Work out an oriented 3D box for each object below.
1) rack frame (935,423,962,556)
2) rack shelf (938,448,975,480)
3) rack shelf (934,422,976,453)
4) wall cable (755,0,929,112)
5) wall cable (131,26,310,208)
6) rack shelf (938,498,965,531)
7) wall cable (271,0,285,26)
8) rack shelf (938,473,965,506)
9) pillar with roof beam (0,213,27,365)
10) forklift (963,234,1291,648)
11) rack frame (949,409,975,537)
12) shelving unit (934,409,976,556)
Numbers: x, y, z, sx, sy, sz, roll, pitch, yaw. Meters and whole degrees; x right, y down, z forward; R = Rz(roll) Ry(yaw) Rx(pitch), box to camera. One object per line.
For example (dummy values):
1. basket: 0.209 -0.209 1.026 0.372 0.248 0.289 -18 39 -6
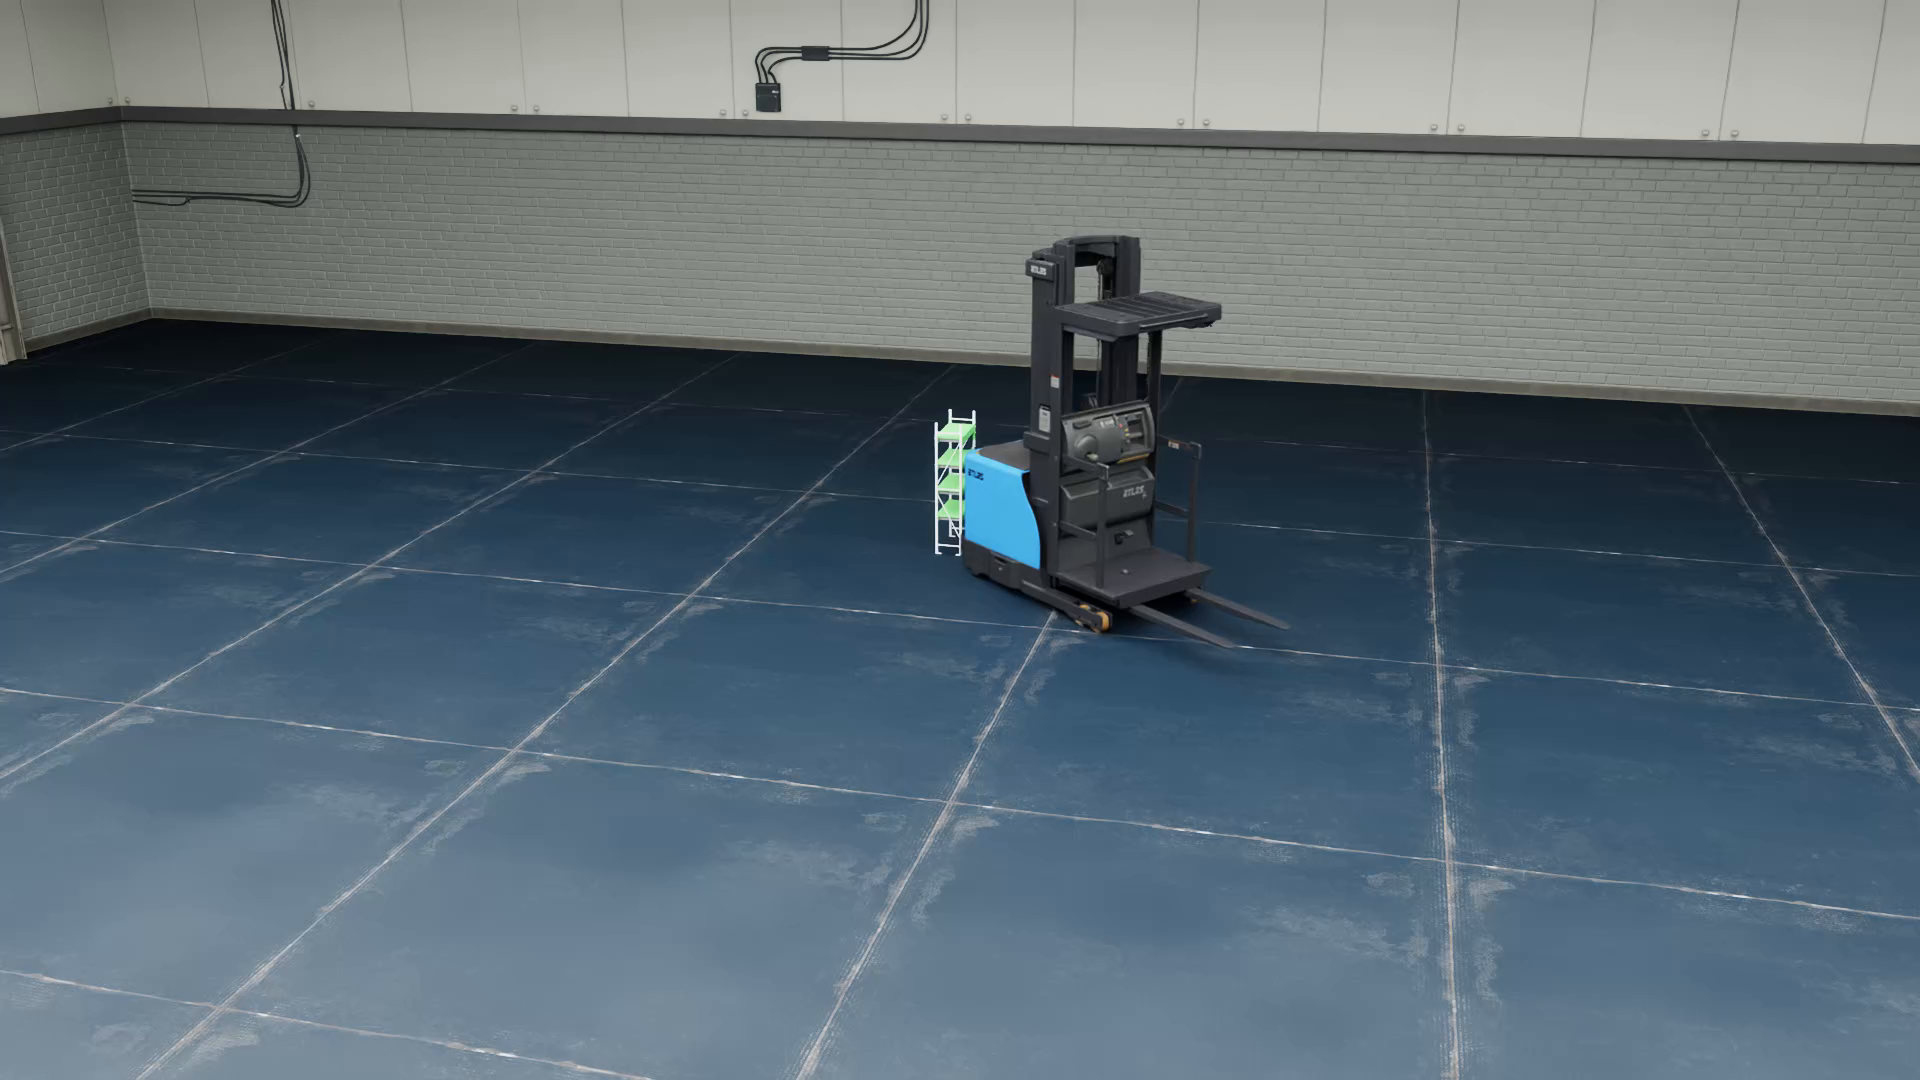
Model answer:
1. rack frame: -0.100 -0.439 14.618 0.240 1.200 0.015 5 19 13
2. rack shelf: -0.040 -0.683 14.785 0.258 0.148 0.480 5 19 13
3. rack shelf: -0.040 -0.910 14.707 0.258 0.148 0.480 5 19 13
4. wall cable: -1.517 -8.324 20.373 2.305 6.003 0.169 5 19 13
5. wall cable: -10.719 -5.999 23.634 3.097 2.526 0.112 5 19 13
6. rack shelf: -0.040 -0.228 14.940 0.258 0.148 0.480 5 19 13
7. wall cable: -8.096 -8.176 22.192 3.097 2.526 0.112 5 19 13
8. rack shelf: -0.040 -0.455 14.862 0.258 0.148 0.480 5 19 13
9. pillar with roof beam: -8.547 -6.310 19.739 9.100 9.000 0.400 5 19 13
10. forklift: 1.321 -0.840 13.112 1.130 2.935 3.031 -14 23 -35
11. rack frame: 0.019 -0.592 15.066 0.240 1.200 0.015 5 19 13
12. shelving unit: -0.040 -0.516 14.842 0.258 1.200 0.503 5 19 13
